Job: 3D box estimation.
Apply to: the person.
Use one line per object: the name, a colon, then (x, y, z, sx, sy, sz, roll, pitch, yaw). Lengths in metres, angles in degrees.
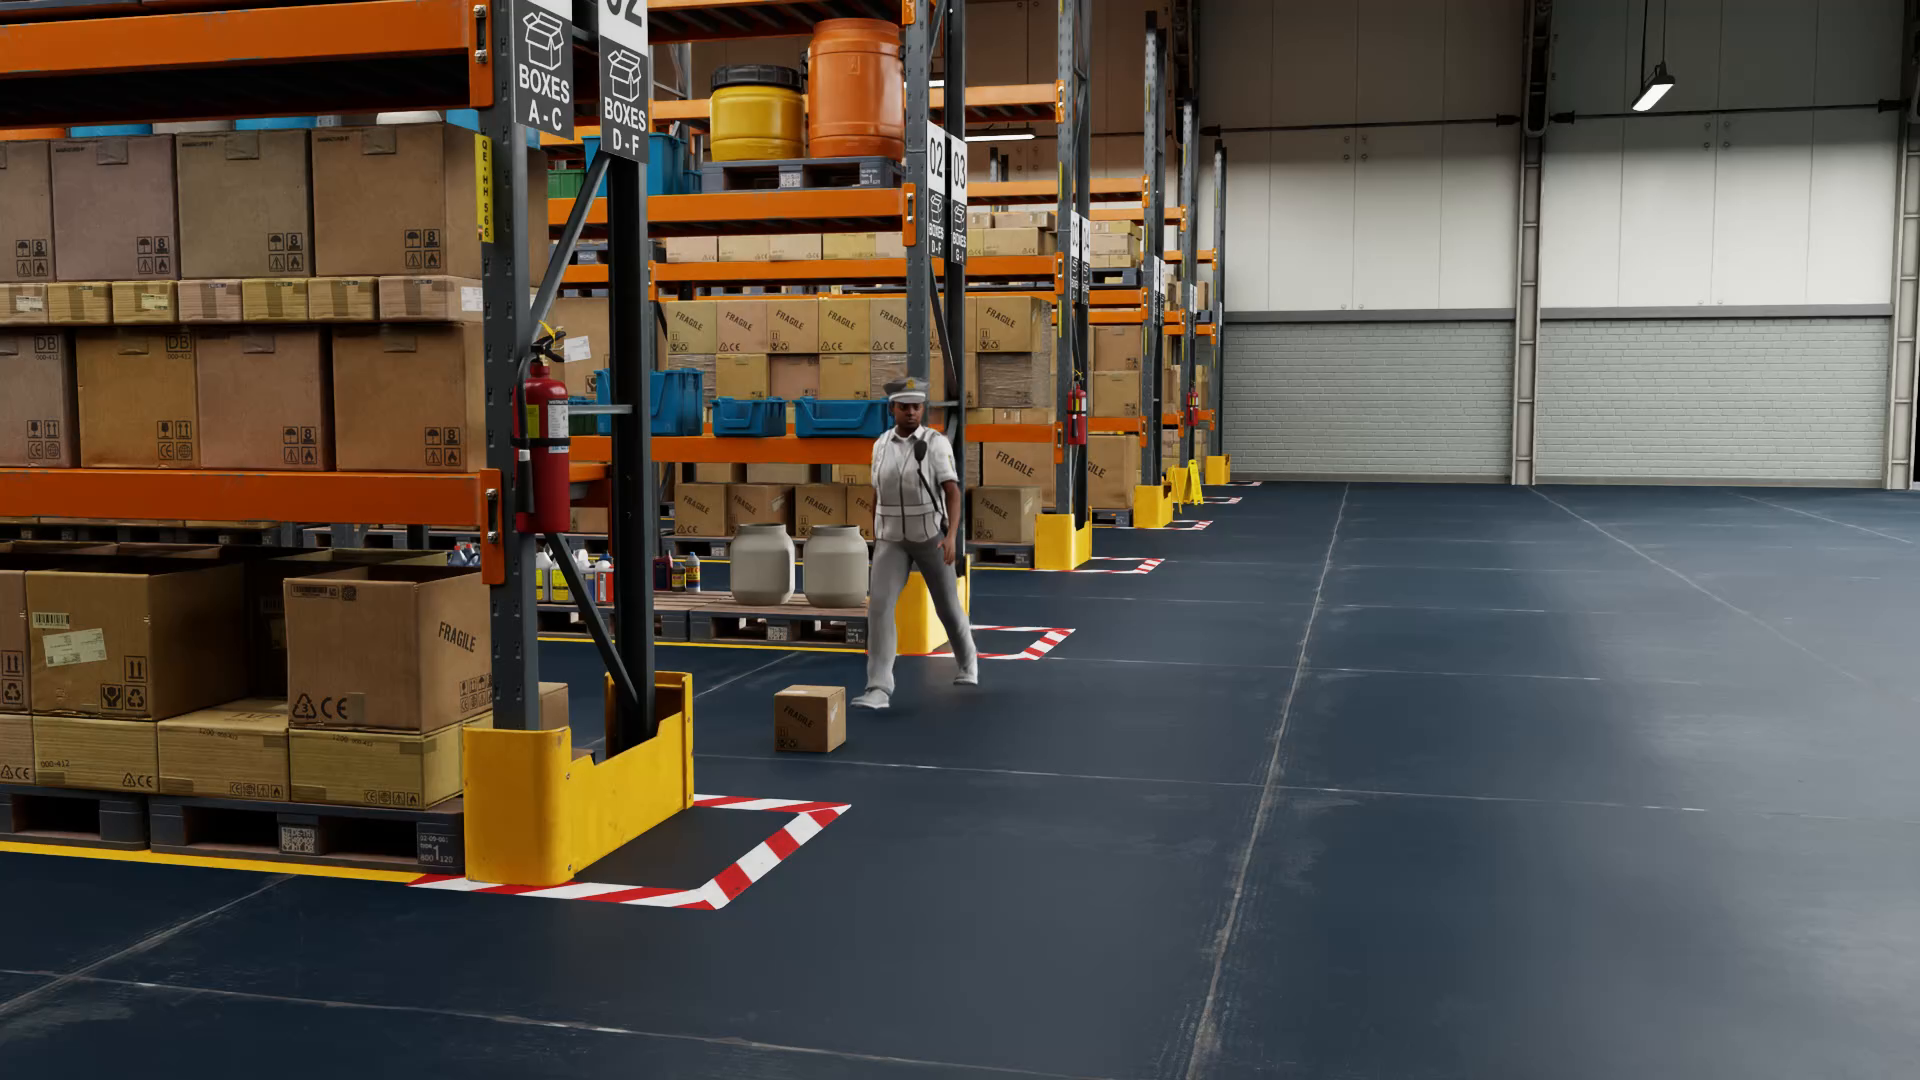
person: (-0.217, 0.003, 8.304, 0.567, 1.629, 1.003, 2, 5, 18)
